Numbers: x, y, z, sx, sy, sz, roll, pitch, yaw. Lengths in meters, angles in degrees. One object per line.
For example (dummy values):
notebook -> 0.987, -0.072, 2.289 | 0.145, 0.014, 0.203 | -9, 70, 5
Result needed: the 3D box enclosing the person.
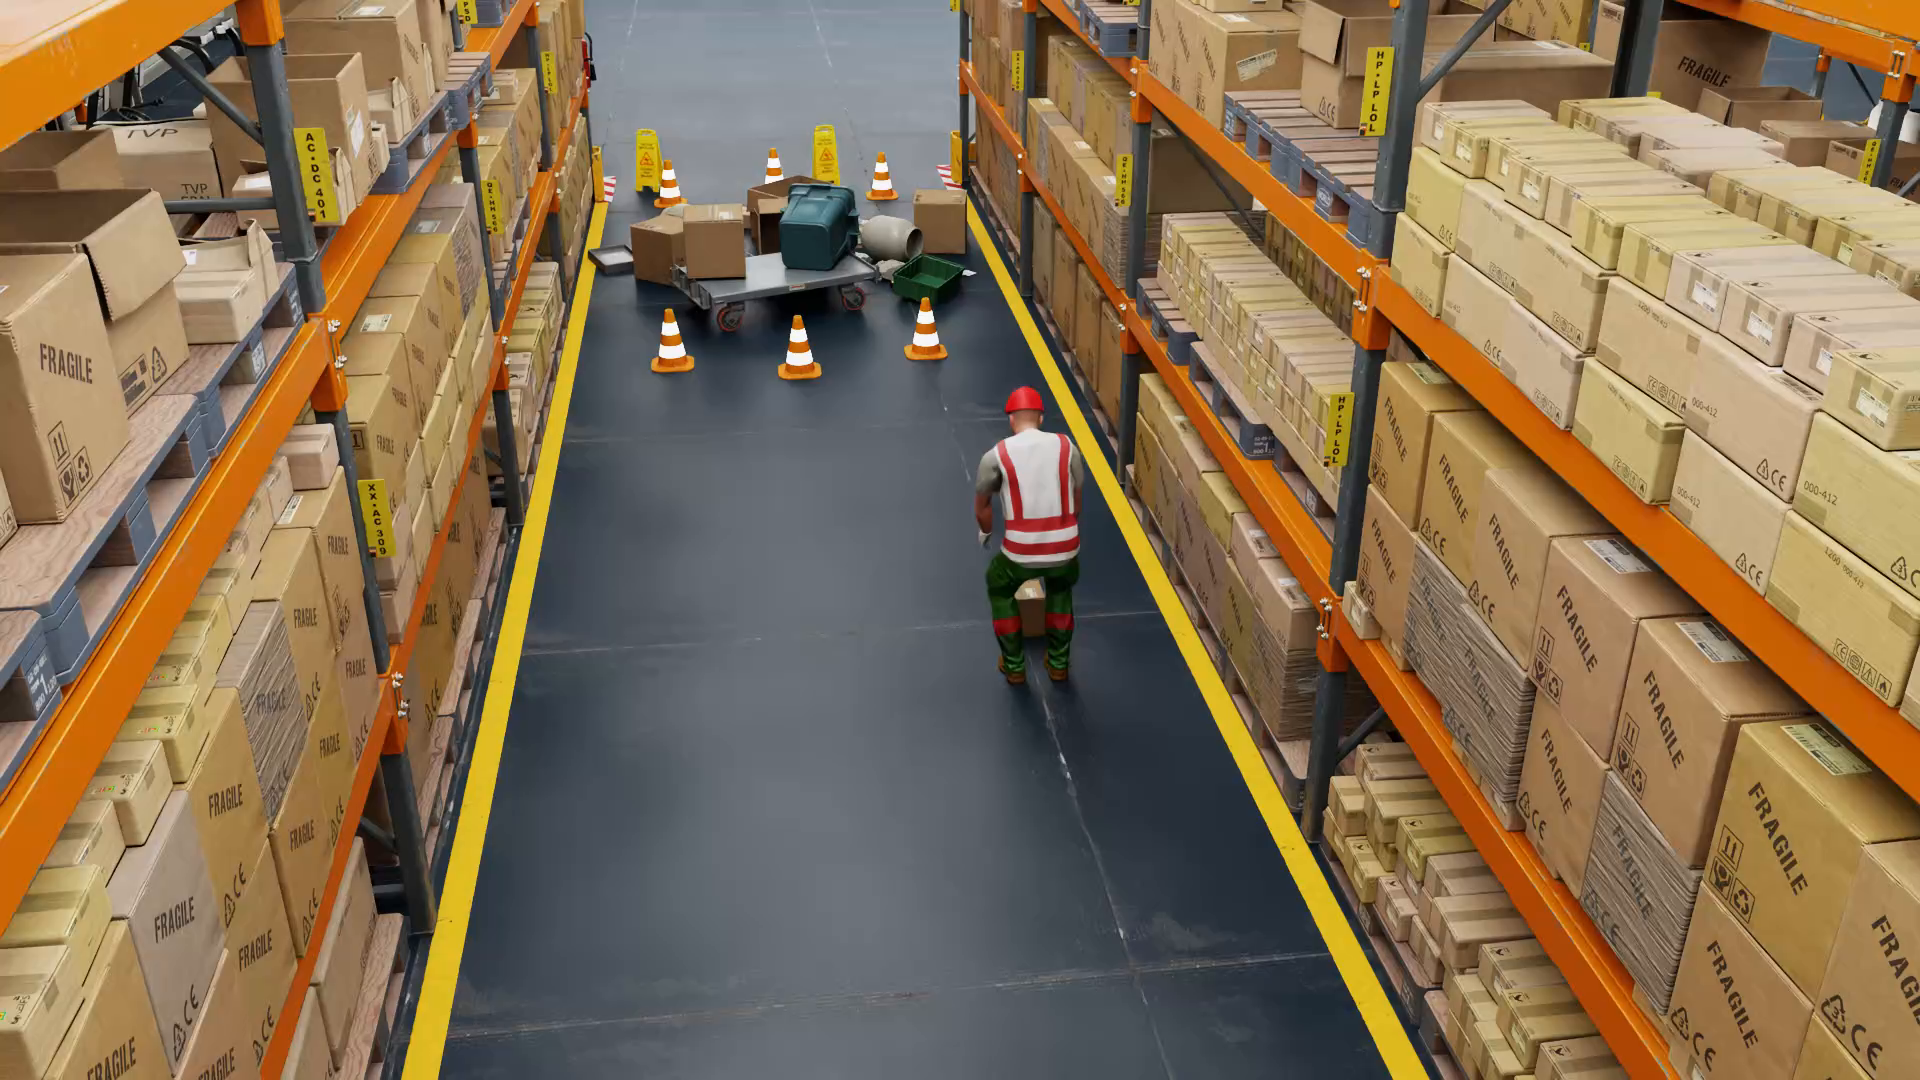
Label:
person -> 0.364, -0.004, 8.830 | 0.575, 1.580, 0.647 | -3, 27, -6
